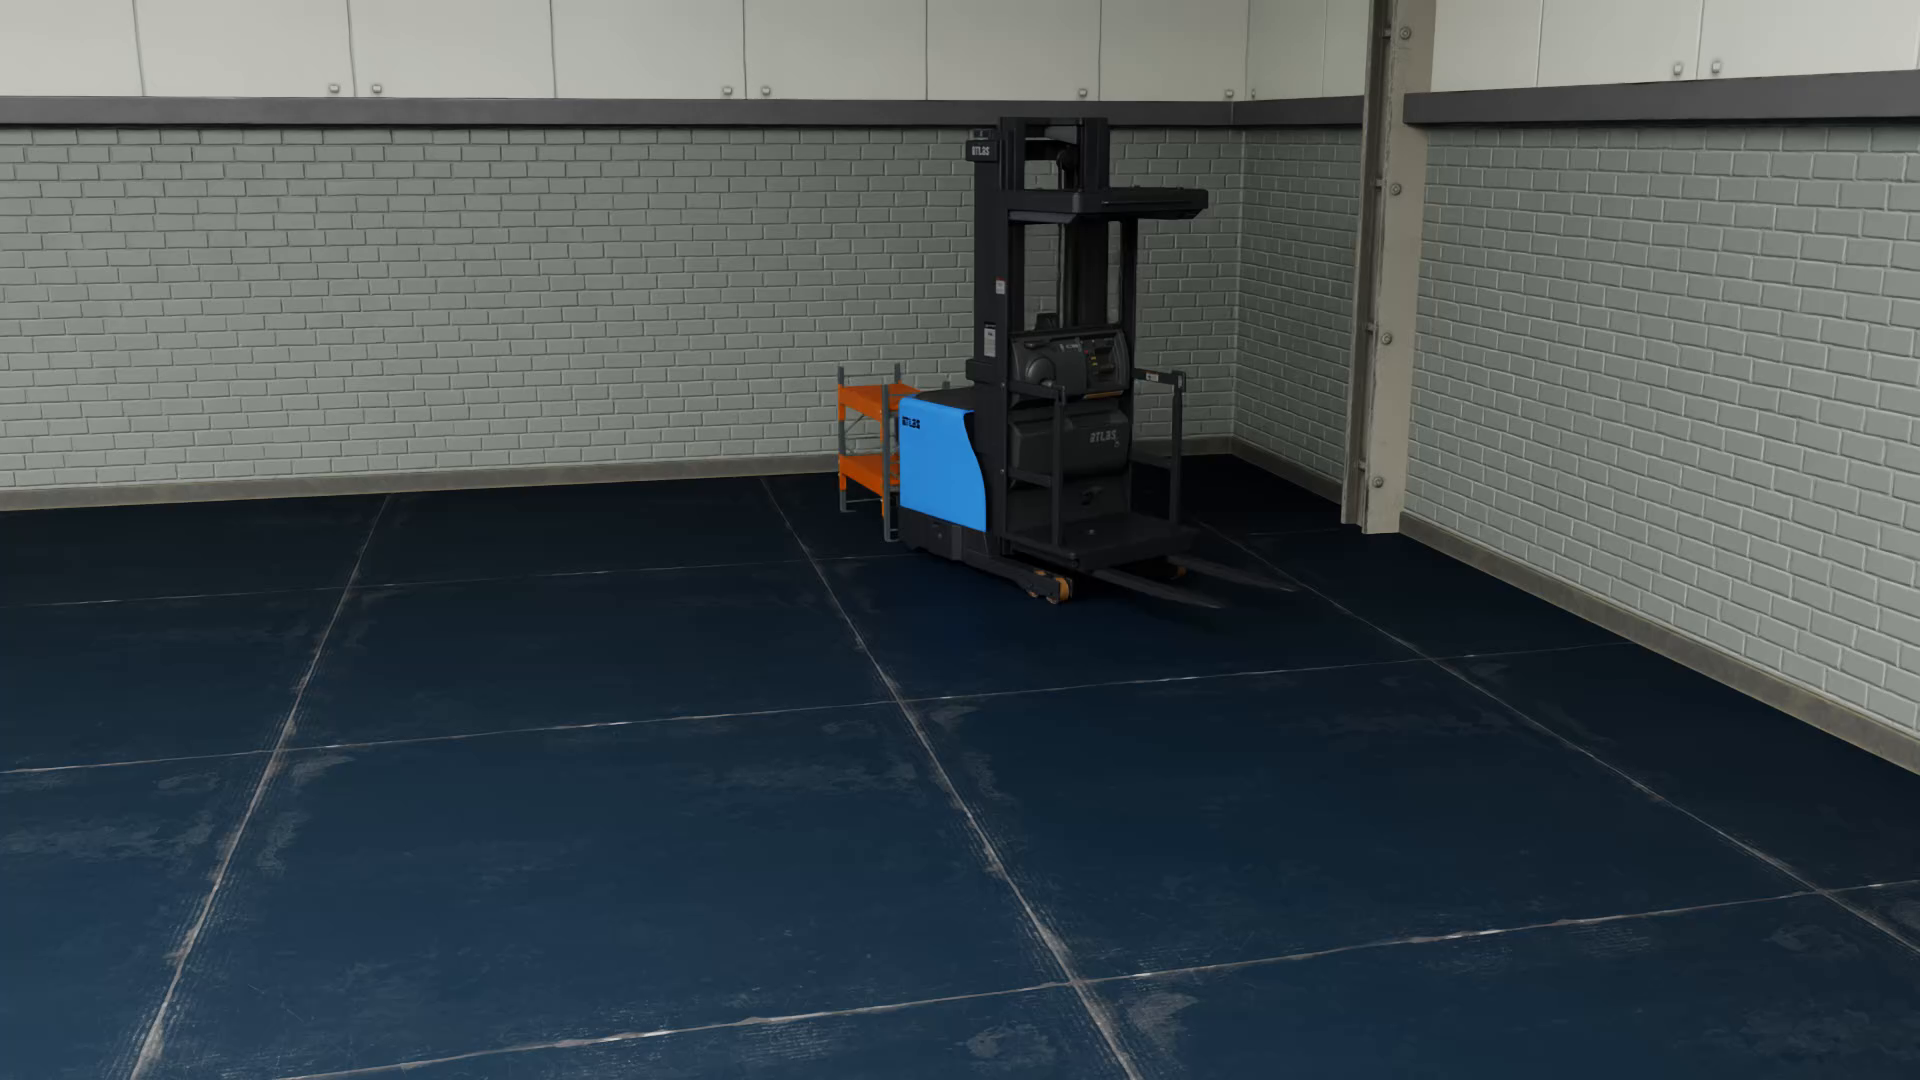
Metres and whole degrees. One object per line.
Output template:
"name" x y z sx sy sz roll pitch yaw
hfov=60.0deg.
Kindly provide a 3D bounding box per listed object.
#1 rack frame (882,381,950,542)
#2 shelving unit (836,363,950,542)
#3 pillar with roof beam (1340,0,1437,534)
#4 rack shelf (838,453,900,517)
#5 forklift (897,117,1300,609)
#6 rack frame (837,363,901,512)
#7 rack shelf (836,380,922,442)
"rack frame" -0.310 -0.560 11.847 0.500 1.125 0.032 -5 15 -21
"shelving unit" -0.499 -0.672 12.306 0.538 1.125 1.048 -5 15 -21
"pillar with roof beam" -1.136 -4.229 10.274 9.100 9.000 0.400 -3 14 -13
"rack shelf" -0.499 -0.434 12.364 0.538 0.278 1.000 -5 15 -21
"forklift" 0.838 -1.159 10.493 1.130 2.935 3.031 -10 17 -35
"rack frame" -0.689 -0.783 12.764 0.500 1.125 0.032 -5 15 -21
"rack shelf" -0.499 -0.956 12.236 0.538 0.278 1.000 -5 15 -21
